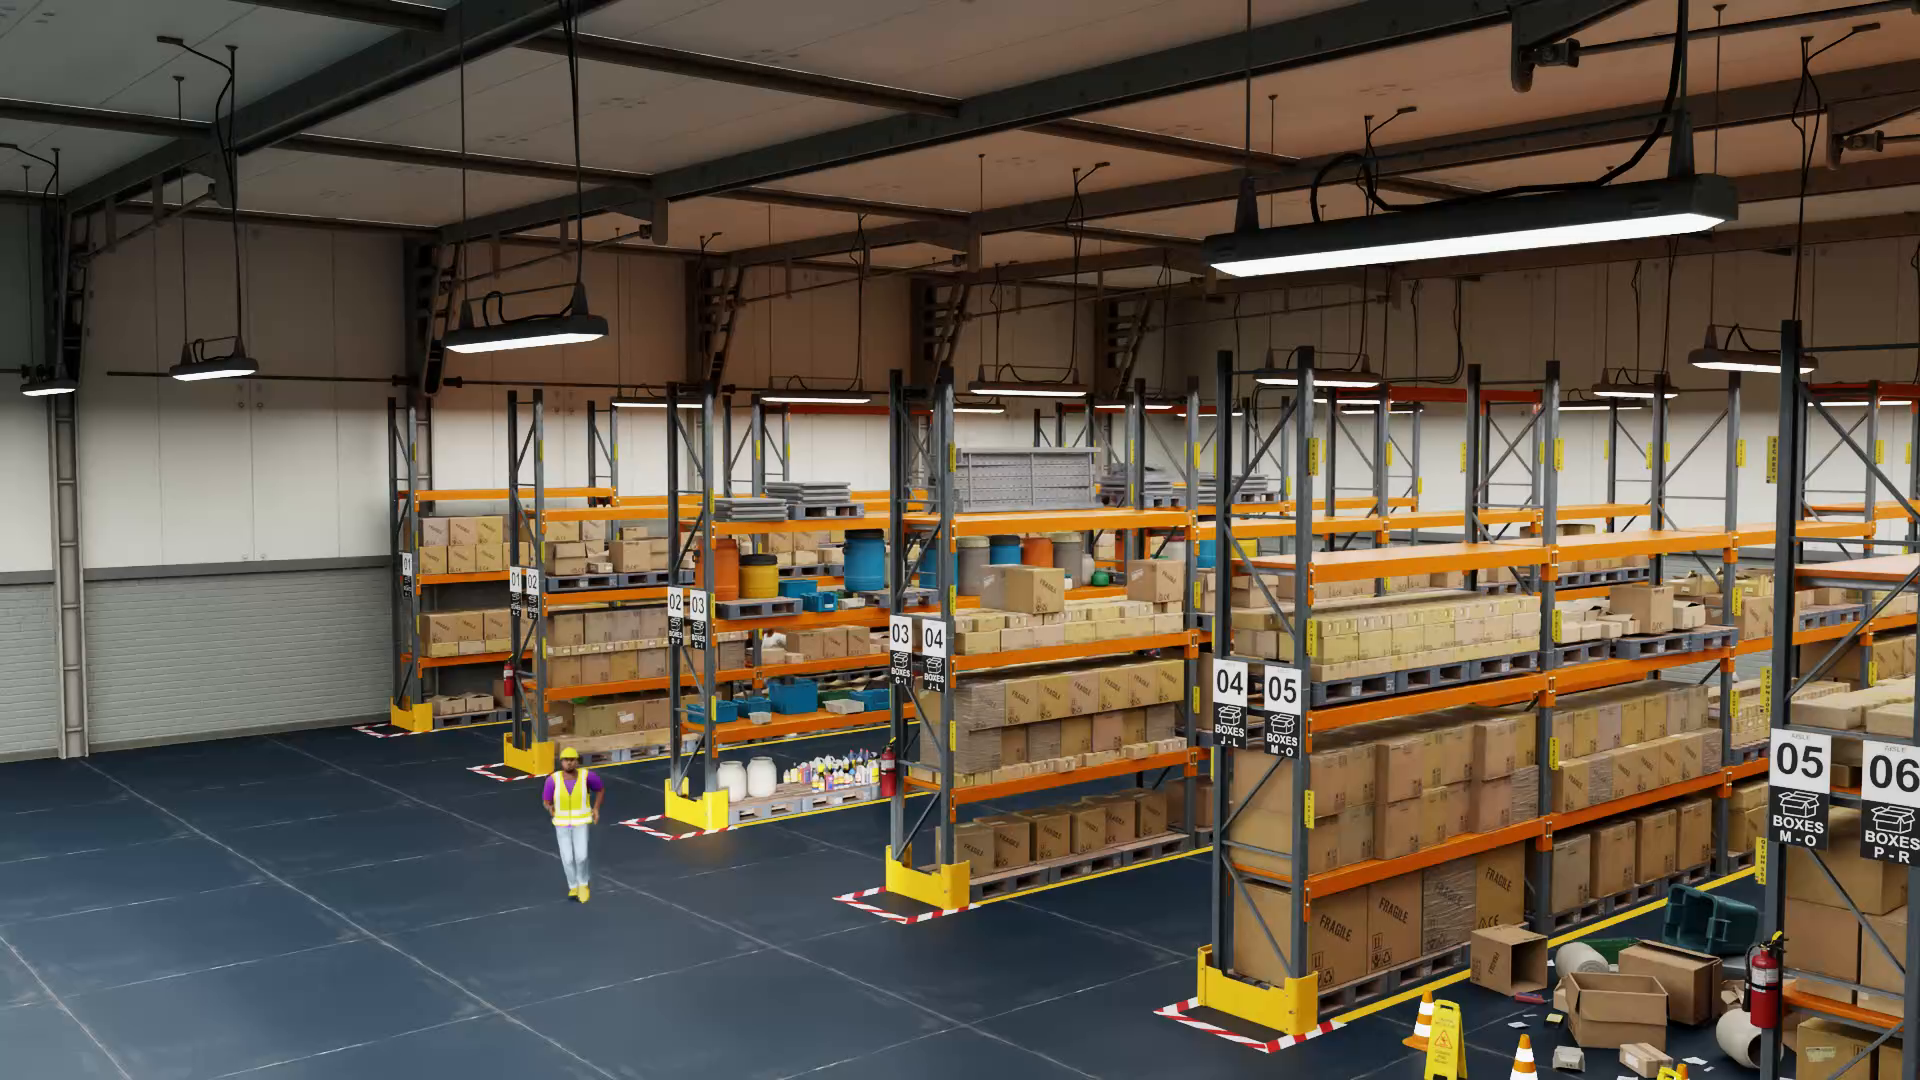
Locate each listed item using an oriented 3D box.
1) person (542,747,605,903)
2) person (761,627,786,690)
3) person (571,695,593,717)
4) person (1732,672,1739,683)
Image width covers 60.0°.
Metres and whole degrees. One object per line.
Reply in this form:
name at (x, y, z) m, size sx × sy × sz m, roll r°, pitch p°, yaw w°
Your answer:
person at (-4.347, 3.202, 18.646) m, size 0.672 × 1.762 × 0.681 m, roll 0°, pitch 3°, yaw -5°
person at (-3.652, 2.422, 31.999) m, size 0.674 × 1.812 × 0.677 m, roll 3°, pitch 5°, yaw 45°
person at (-6.483, 2.612, 28.947) m, size 0.657 × 1.744 × 0.606 m, roll 3°, pitch 4°, yaw 42°
person at (11.359, 2.846, 24.403) m, size 0.887 × 1.824 × 0.656 m, roll -3°, pitch 4°, yaw -38°
